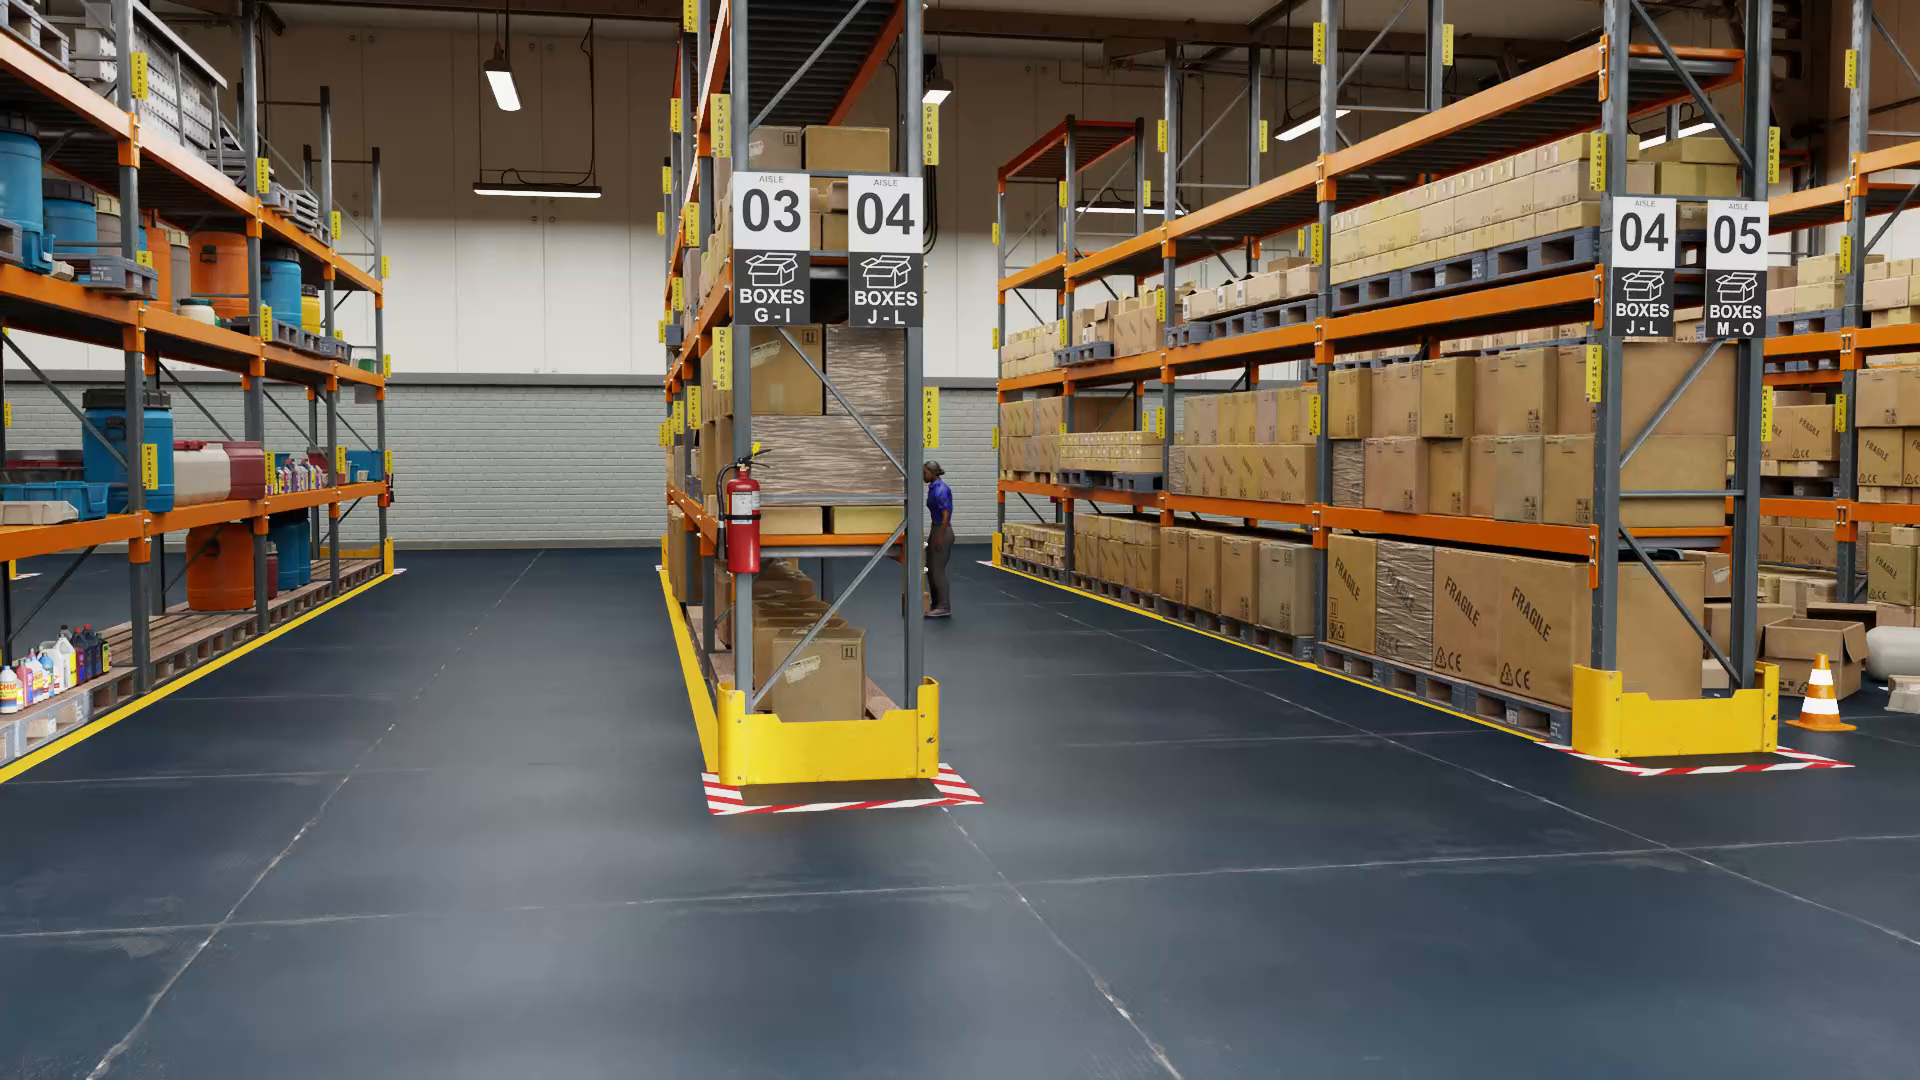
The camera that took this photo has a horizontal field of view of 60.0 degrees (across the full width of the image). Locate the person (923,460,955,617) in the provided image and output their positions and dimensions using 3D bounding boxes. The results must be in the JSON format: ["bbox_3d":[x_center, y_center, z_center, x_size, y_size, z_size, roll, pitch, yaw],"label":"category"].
[{"bbox_3d":[-0.240,-0.023,17.622,0.349,1.654,0.503,-1,3,-12],"label":"person"}]
